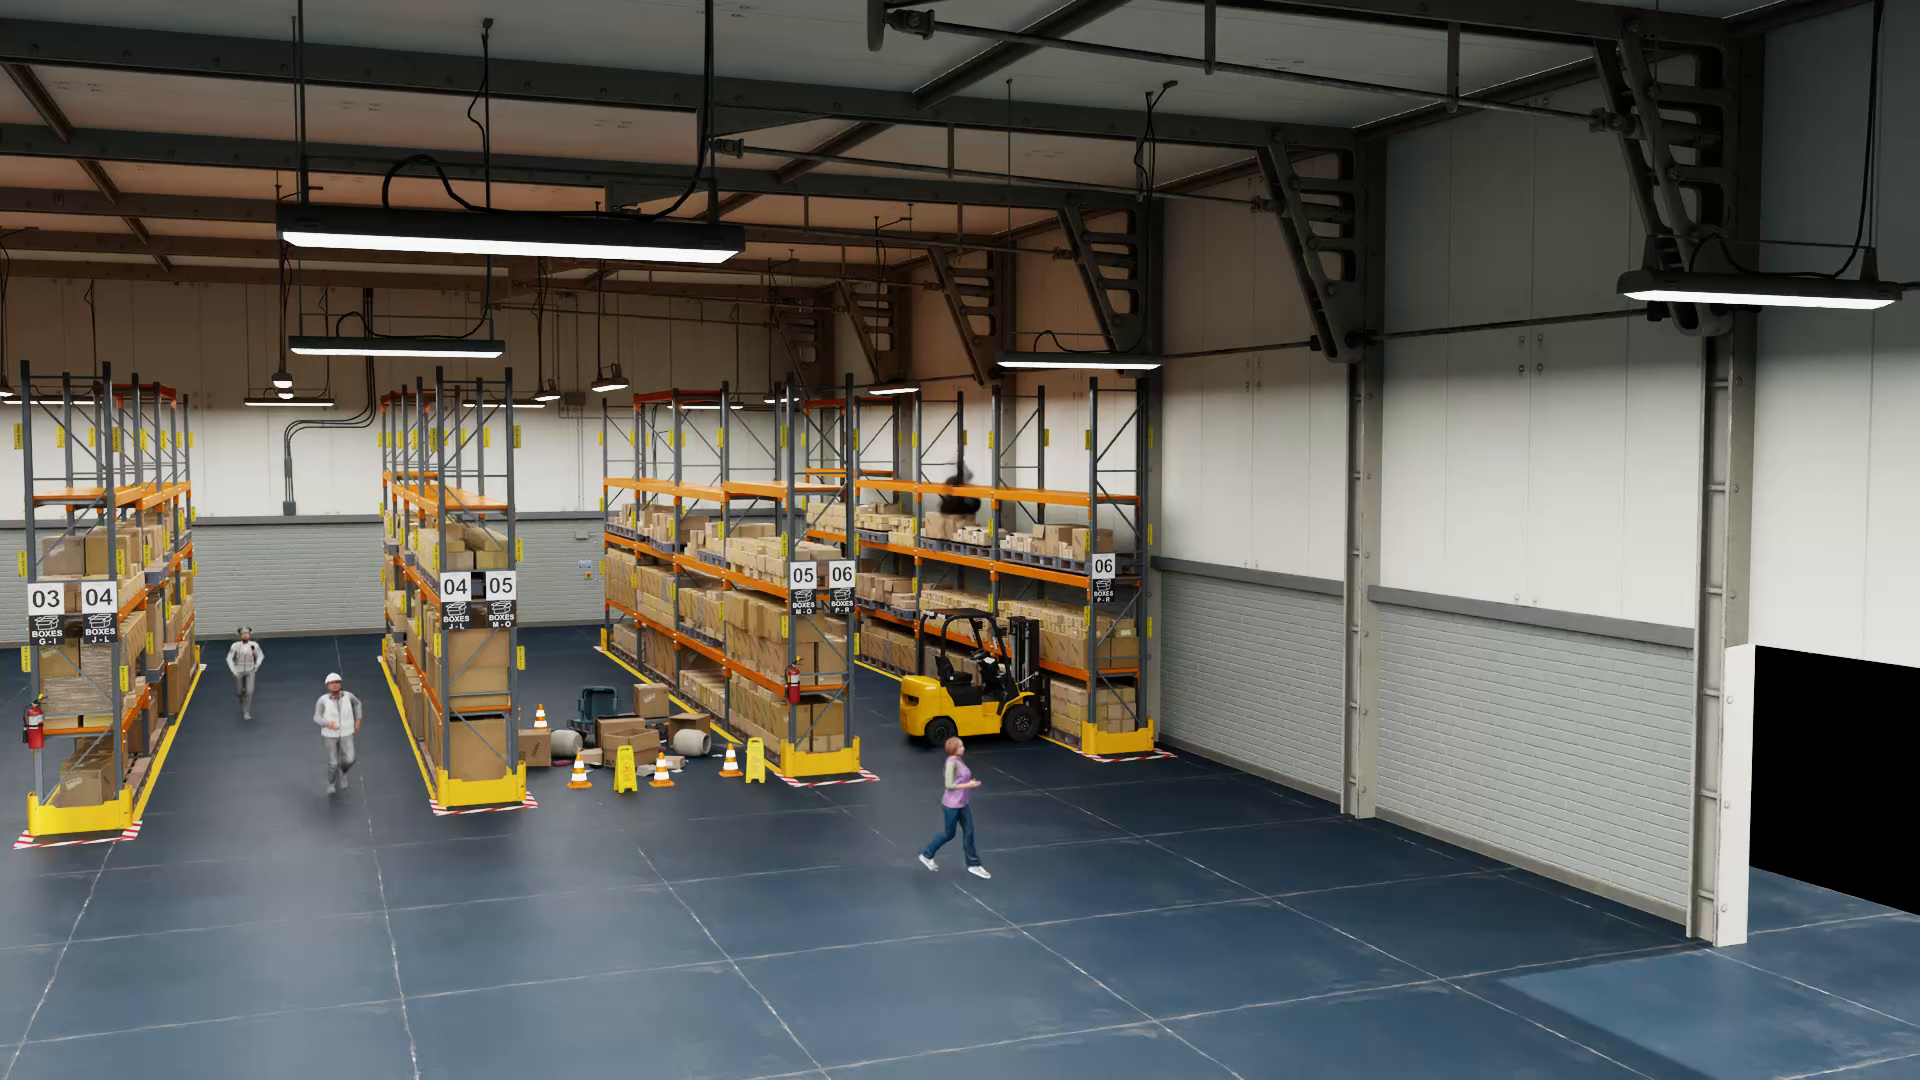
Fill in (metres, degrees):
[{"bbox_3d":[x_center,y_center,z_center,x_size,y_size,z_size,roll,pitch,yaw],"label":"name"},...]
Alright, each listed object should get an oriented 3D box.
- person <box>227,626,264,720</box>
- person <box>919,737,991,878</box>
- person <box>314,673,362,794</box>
[{"bbox_3d":[-12.938,2.385,30.123,0.623,1.666,0.784,-1,4,-20],"label":"person"},{"bbox_3d":[-0.062,3.036,18.945,0.806,1.607,0.531,1,4,21],"label":"person"},{"bbox_3d":[-8.711,2.722,23.340,0.678,1.726,0.756,-2,4,-29],"label":"person"}]
